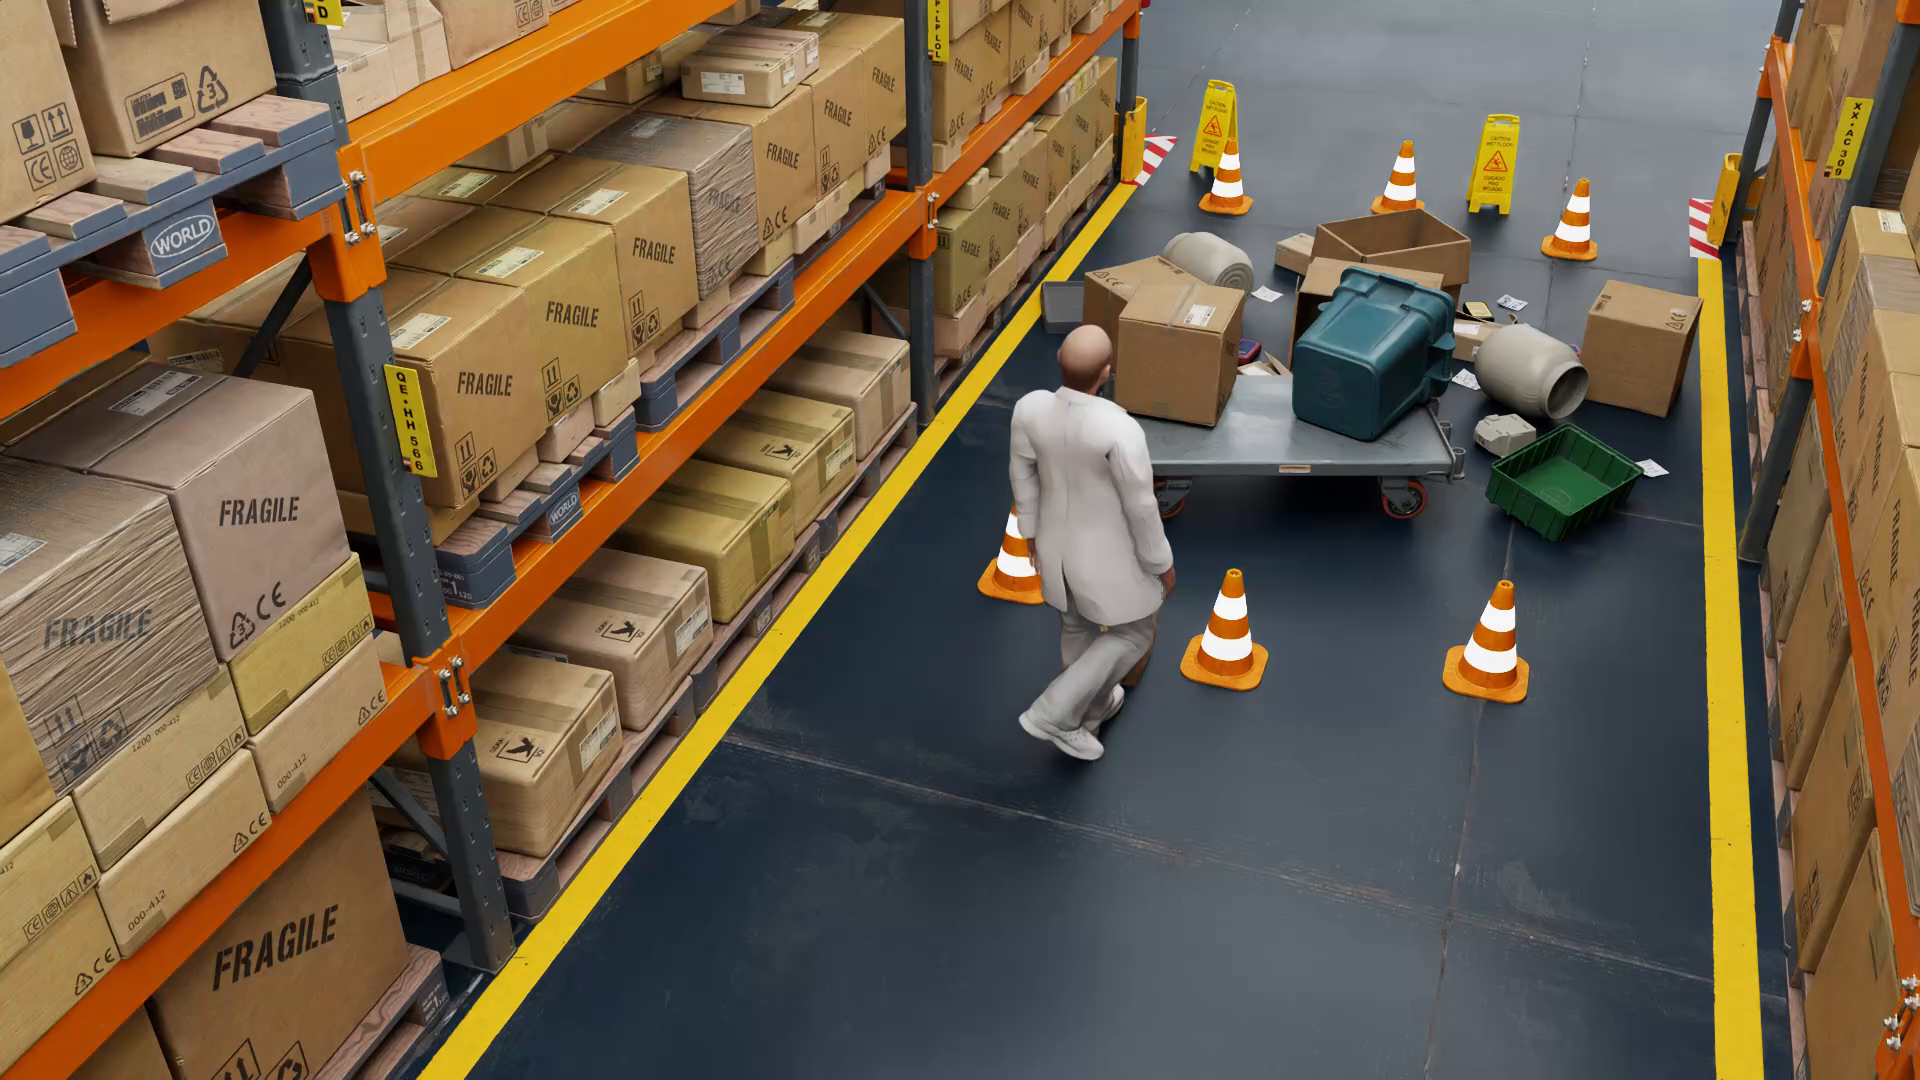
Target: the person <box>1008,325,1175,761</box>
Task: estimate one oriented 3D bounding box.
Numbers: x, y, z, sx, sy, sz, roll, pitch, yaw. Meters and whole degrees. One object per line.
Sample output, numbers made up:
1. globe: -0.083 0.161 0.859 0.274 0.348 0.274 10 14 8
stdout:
1. person: 0.483 0.036 6.067 0.636 1.775 0.636 27 42 35
